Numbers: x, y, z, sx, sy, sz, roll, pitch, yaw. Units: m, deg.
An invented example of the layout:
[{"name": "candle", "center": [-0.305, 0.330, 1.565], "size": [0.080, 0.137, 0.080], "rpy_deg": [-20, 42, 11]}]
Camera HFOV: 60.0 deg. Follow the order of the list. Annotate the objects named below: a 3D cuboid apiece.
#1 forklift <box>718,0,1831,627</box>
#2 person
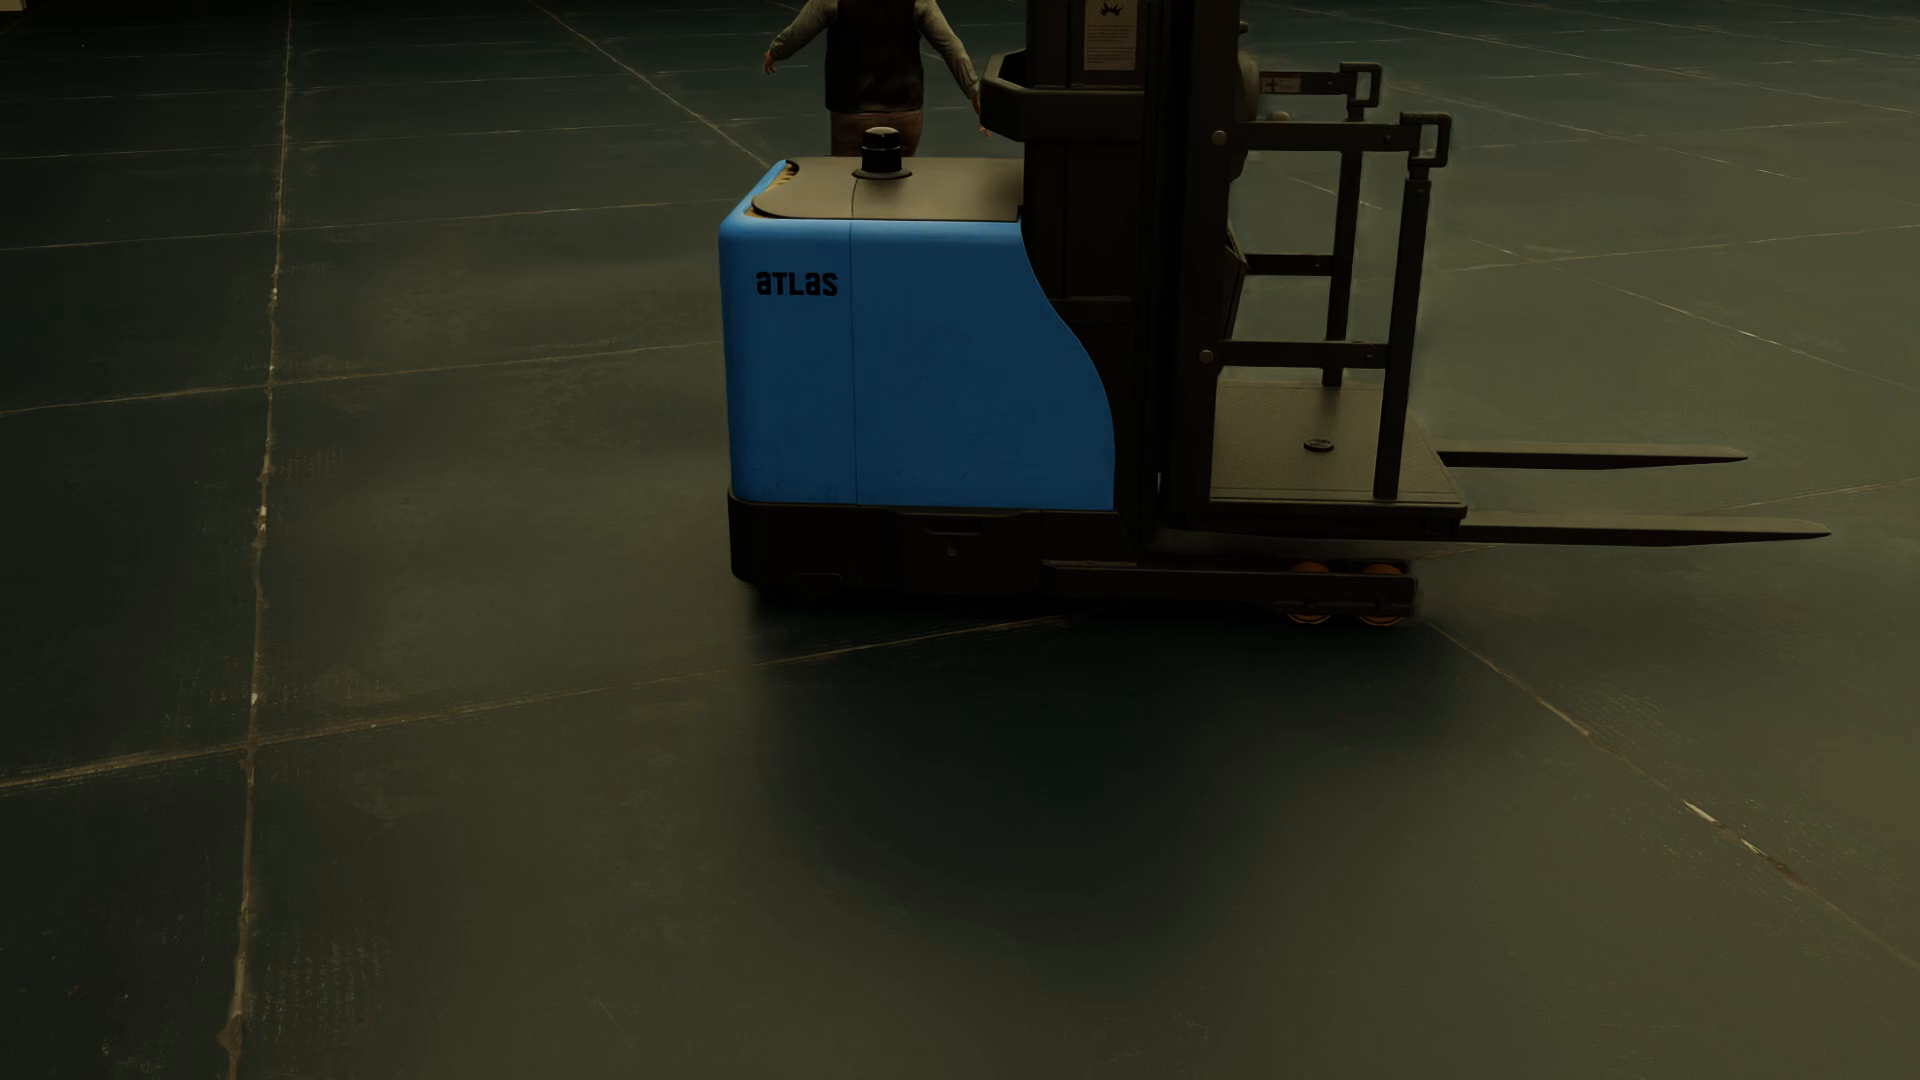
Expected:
[{"name": "forklift", "center": [0.895, -1.329, 4.459], "size": [3.031, 2.935, 1.130], "rpy_deg": [1, 23, 3]}, {"name": "person", "center": [-0.356, -1.910, 7.456], "size": [0.943, 1.701, 0.756], "rpy_deg": [-6, 23, -13]}]
